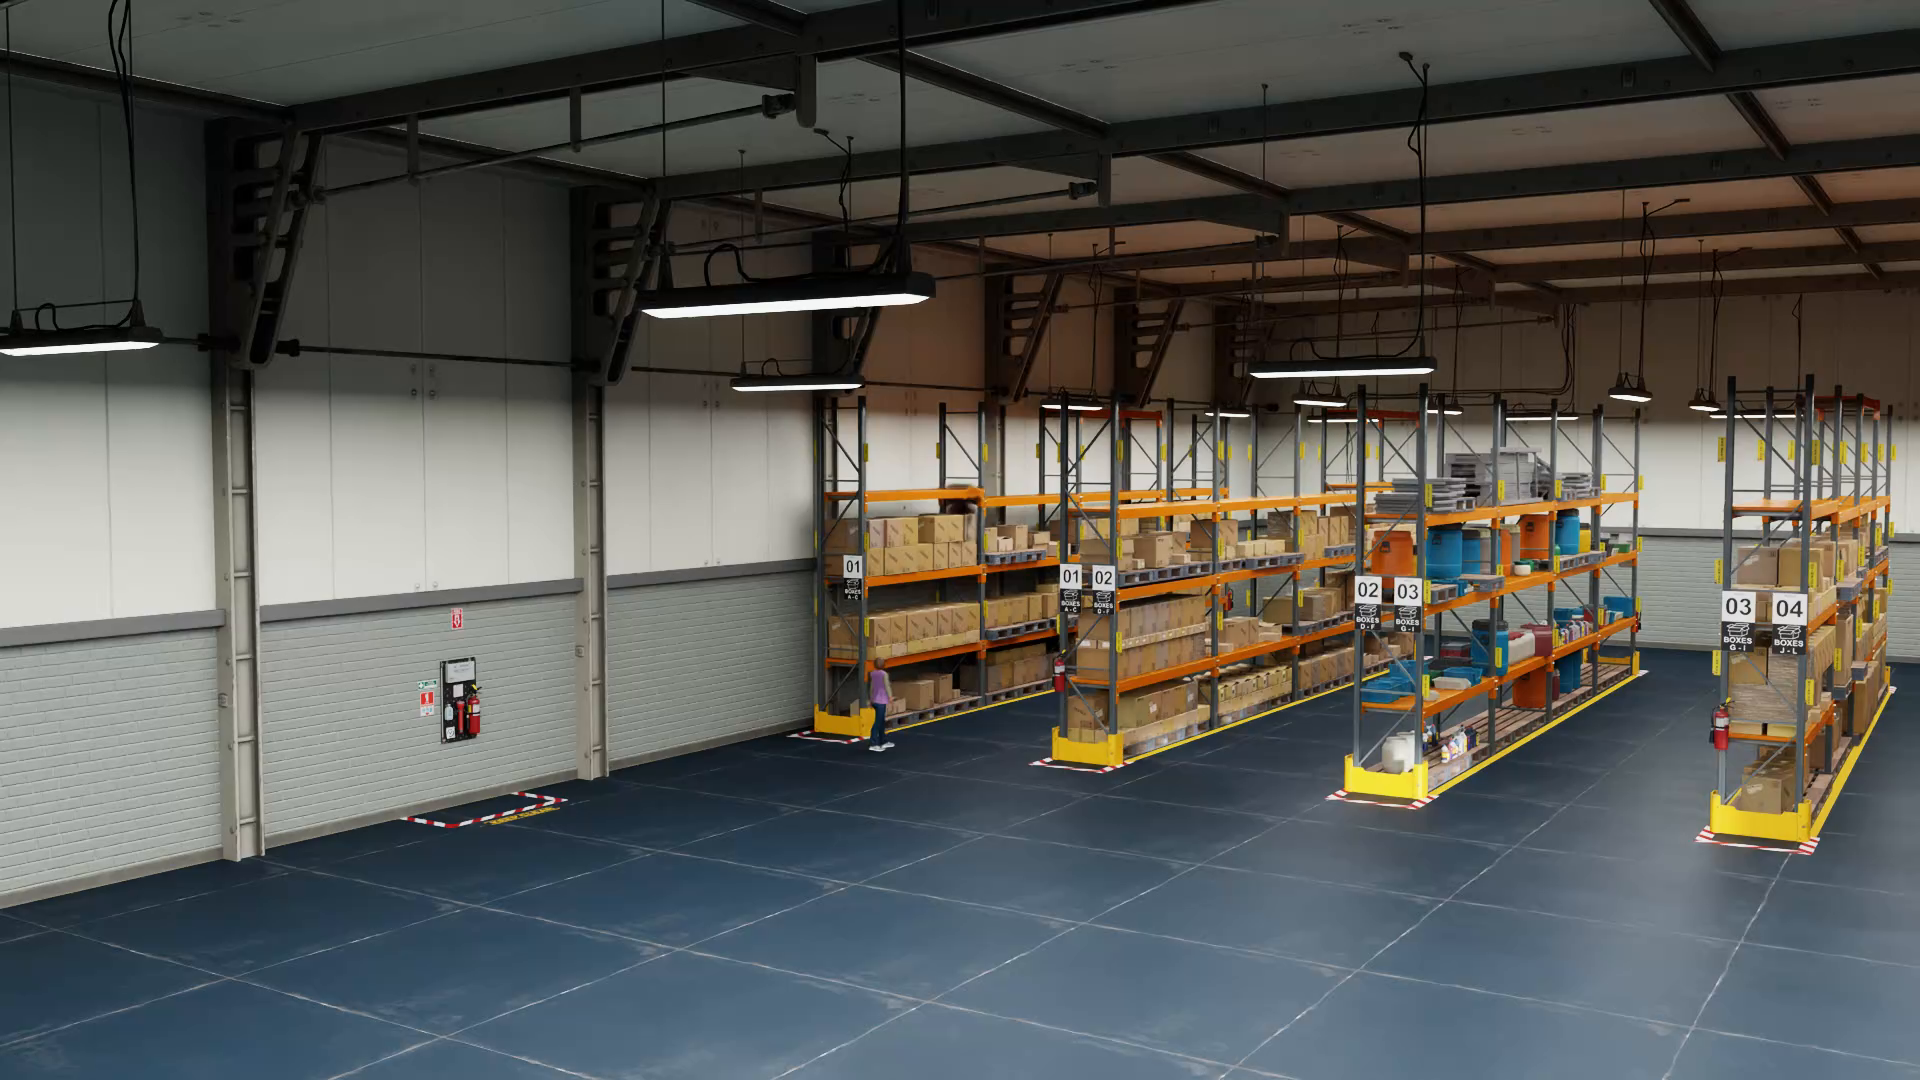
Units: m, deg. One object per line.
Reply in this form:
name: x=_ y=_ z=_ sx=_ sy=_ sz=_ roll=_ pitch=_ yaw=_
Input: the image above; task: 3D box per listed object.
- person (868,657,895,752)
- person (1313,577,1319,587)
person: x=-1.291 y=2.746 z=27.988 sx=0.570 sy=1.584 sz=0.486 roll=-1 pitch=3 yaw=-26
person: x=9.570 y=1.820 z=44.731 sx=0.497 sy=1.654 sz=0.644 roll=-1 pitch=3 yaw=-26
